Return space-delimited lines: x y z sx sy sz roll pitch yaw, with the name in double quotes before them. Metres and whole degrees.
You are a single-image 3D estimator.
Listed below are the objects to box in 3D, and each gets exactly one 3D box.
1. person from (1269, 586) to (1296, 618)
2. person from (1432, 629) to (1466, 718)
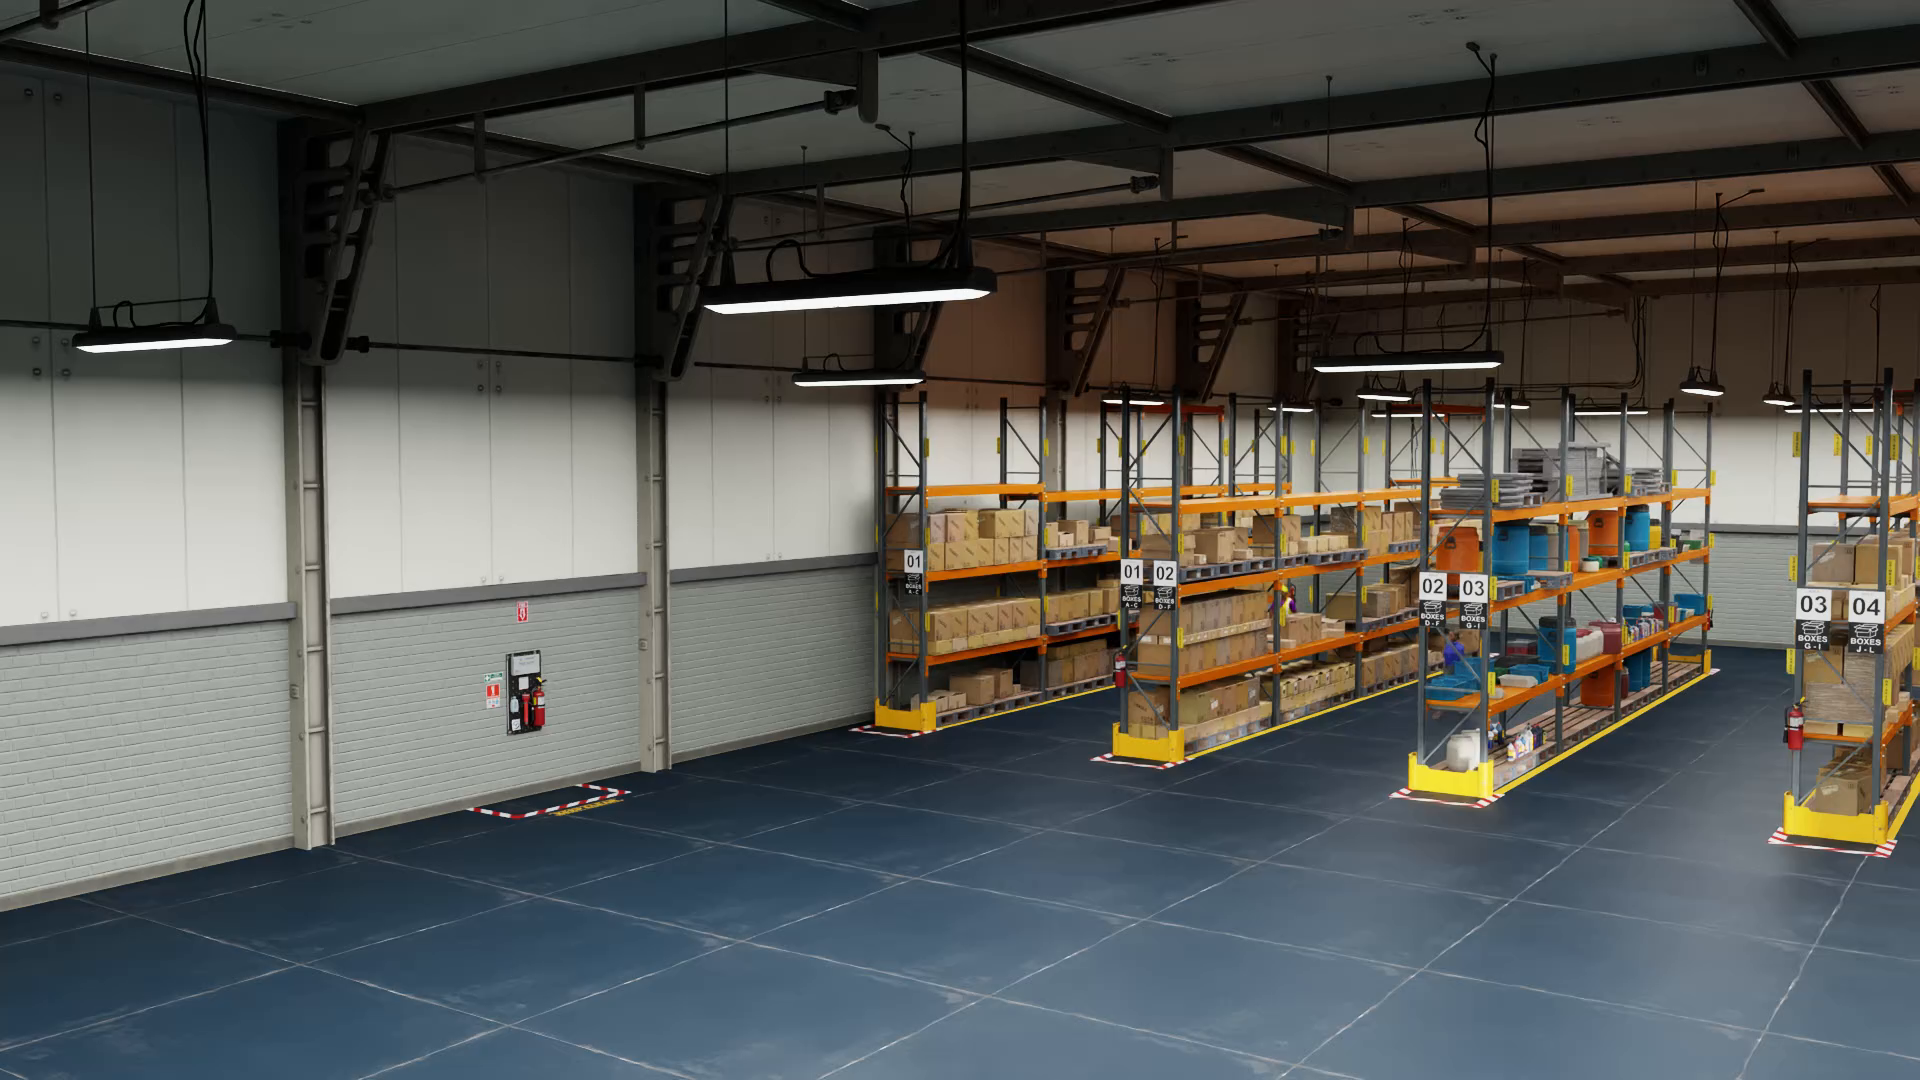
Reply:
"person" 7.645 1.950 39.482 0.630 1.714 1.091 2 4 31
"person" 9.149 2.470 30.865 0.458 1.601 0.979 3 4 44
